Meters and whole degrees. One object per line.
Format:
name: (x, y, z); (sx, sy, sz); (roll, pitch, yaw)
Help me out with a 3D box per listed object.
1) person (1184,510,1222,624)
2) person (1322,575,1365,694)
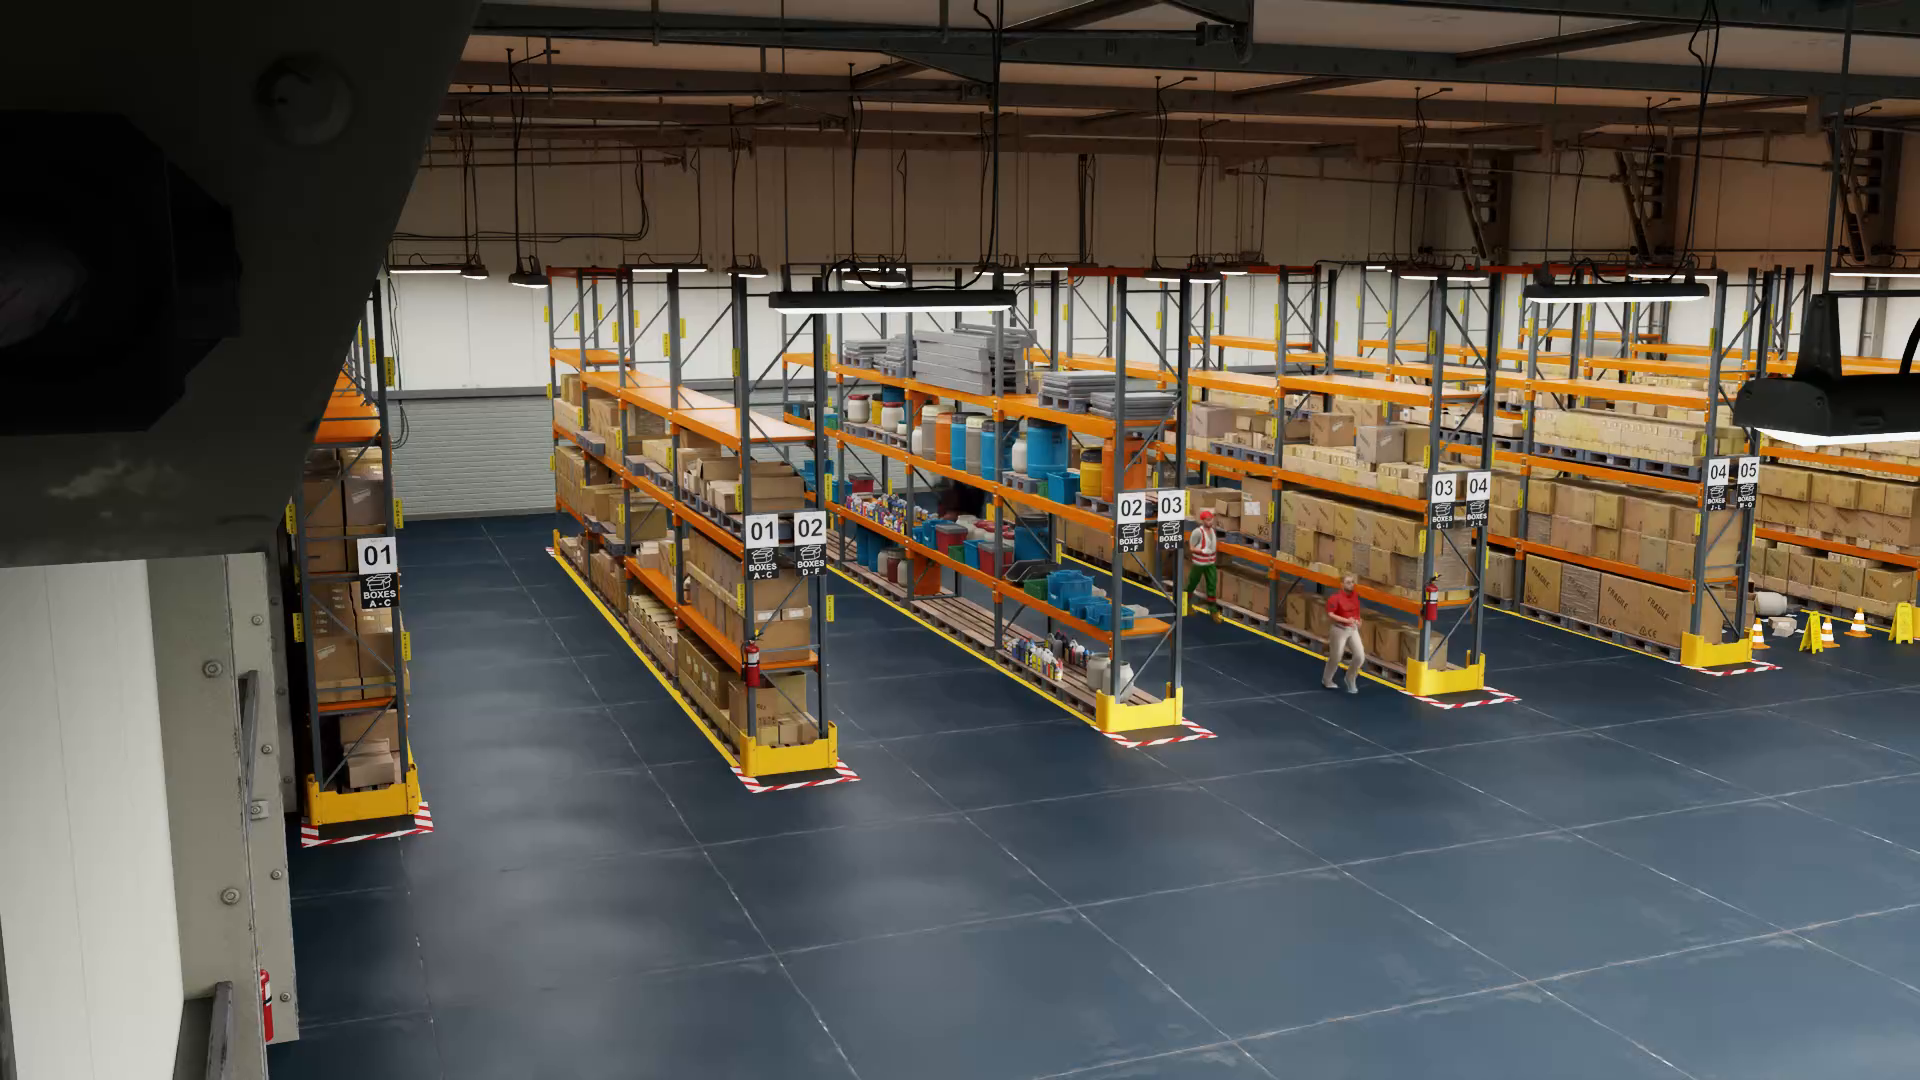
person: (4.002, 0.415, 27.388); (0.613, 1.837, 0.850); (-5, 11, -29)
person: (5.551, 1.377, 23.918); (0.689, 1.790, 0.743); (-5, 11, -25)
